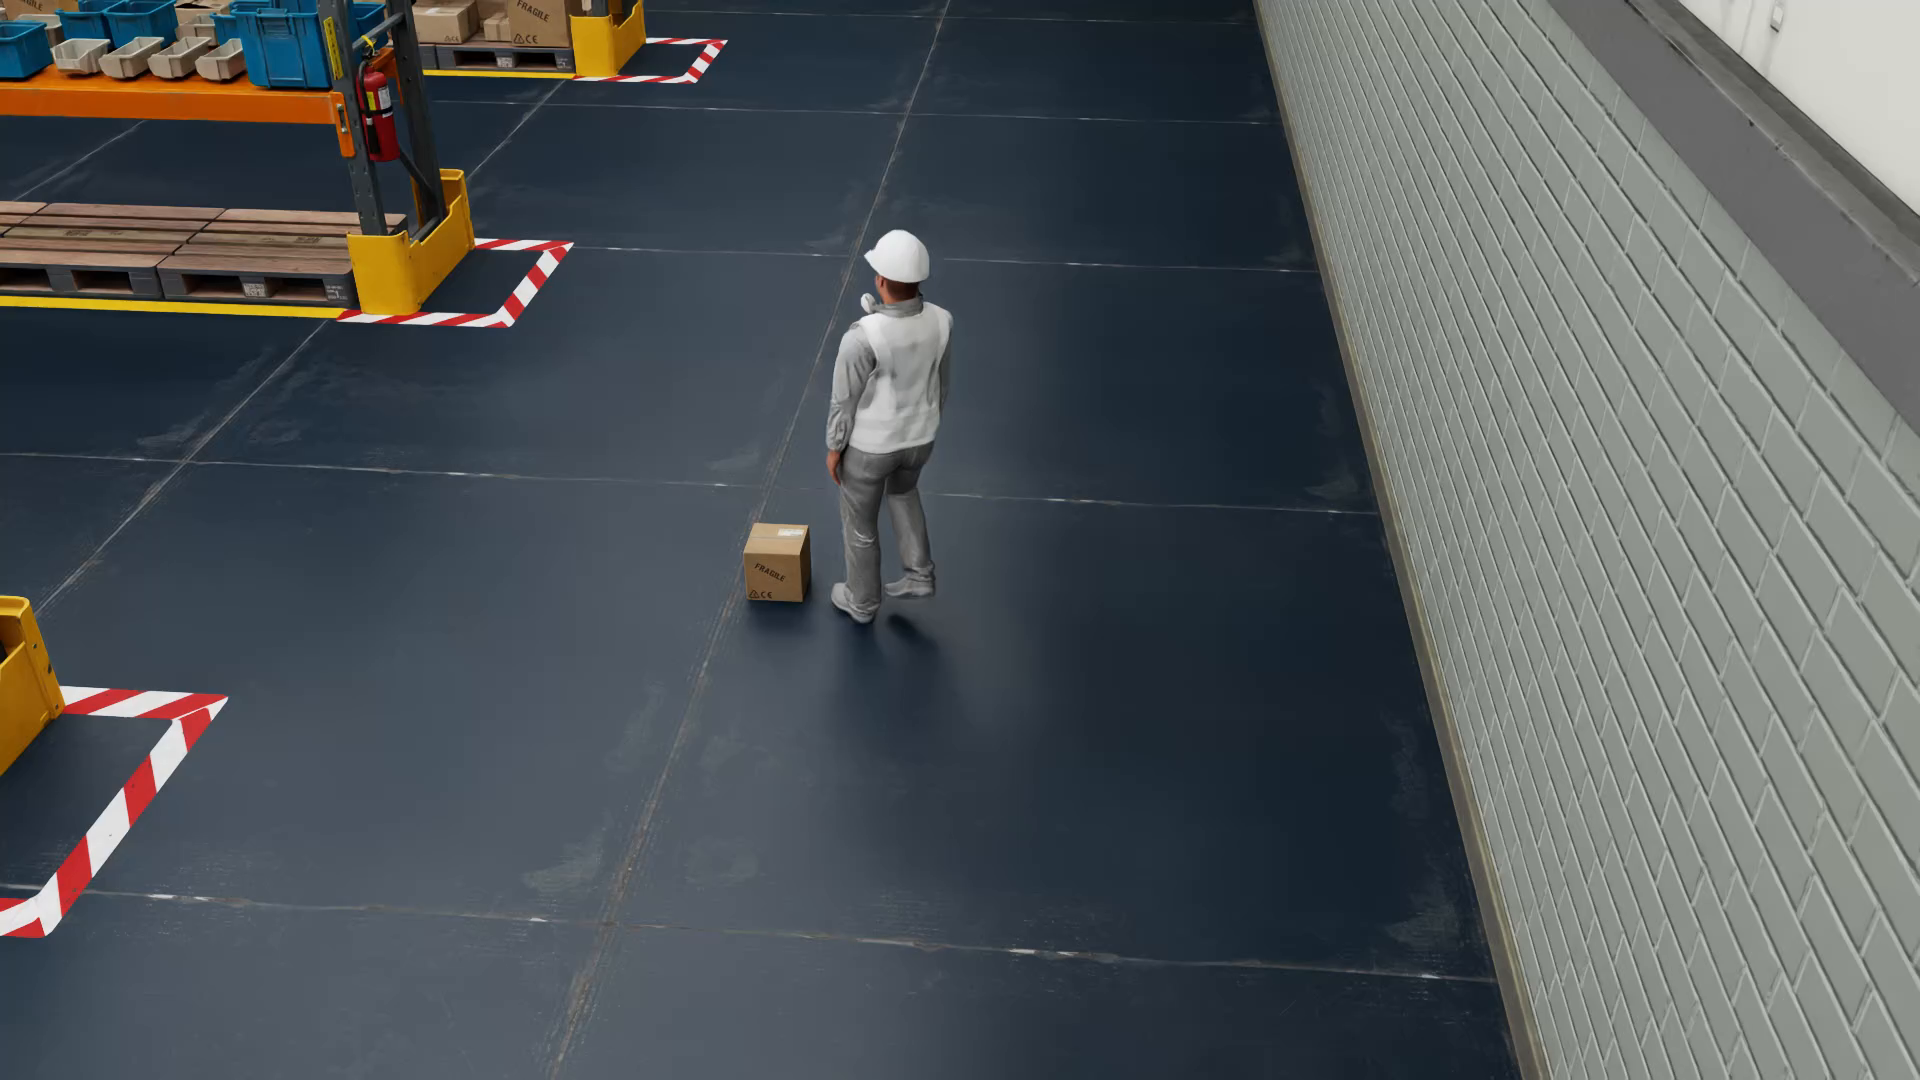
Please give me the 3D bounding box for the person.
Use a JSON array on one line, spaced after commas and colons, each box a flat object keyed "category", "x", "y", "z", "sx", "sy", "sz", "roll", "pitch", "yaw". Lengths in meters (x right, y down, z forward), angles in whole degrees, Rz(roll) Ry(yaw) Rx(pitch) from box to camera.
[{"category": "person", "x": -0.325, "y": -0.449, "z": 6.831, "sx": 0.565, "sy": 1.764, "sz": 0.490, "roll": -21, "pitch": 38, "yaw": -30}]
